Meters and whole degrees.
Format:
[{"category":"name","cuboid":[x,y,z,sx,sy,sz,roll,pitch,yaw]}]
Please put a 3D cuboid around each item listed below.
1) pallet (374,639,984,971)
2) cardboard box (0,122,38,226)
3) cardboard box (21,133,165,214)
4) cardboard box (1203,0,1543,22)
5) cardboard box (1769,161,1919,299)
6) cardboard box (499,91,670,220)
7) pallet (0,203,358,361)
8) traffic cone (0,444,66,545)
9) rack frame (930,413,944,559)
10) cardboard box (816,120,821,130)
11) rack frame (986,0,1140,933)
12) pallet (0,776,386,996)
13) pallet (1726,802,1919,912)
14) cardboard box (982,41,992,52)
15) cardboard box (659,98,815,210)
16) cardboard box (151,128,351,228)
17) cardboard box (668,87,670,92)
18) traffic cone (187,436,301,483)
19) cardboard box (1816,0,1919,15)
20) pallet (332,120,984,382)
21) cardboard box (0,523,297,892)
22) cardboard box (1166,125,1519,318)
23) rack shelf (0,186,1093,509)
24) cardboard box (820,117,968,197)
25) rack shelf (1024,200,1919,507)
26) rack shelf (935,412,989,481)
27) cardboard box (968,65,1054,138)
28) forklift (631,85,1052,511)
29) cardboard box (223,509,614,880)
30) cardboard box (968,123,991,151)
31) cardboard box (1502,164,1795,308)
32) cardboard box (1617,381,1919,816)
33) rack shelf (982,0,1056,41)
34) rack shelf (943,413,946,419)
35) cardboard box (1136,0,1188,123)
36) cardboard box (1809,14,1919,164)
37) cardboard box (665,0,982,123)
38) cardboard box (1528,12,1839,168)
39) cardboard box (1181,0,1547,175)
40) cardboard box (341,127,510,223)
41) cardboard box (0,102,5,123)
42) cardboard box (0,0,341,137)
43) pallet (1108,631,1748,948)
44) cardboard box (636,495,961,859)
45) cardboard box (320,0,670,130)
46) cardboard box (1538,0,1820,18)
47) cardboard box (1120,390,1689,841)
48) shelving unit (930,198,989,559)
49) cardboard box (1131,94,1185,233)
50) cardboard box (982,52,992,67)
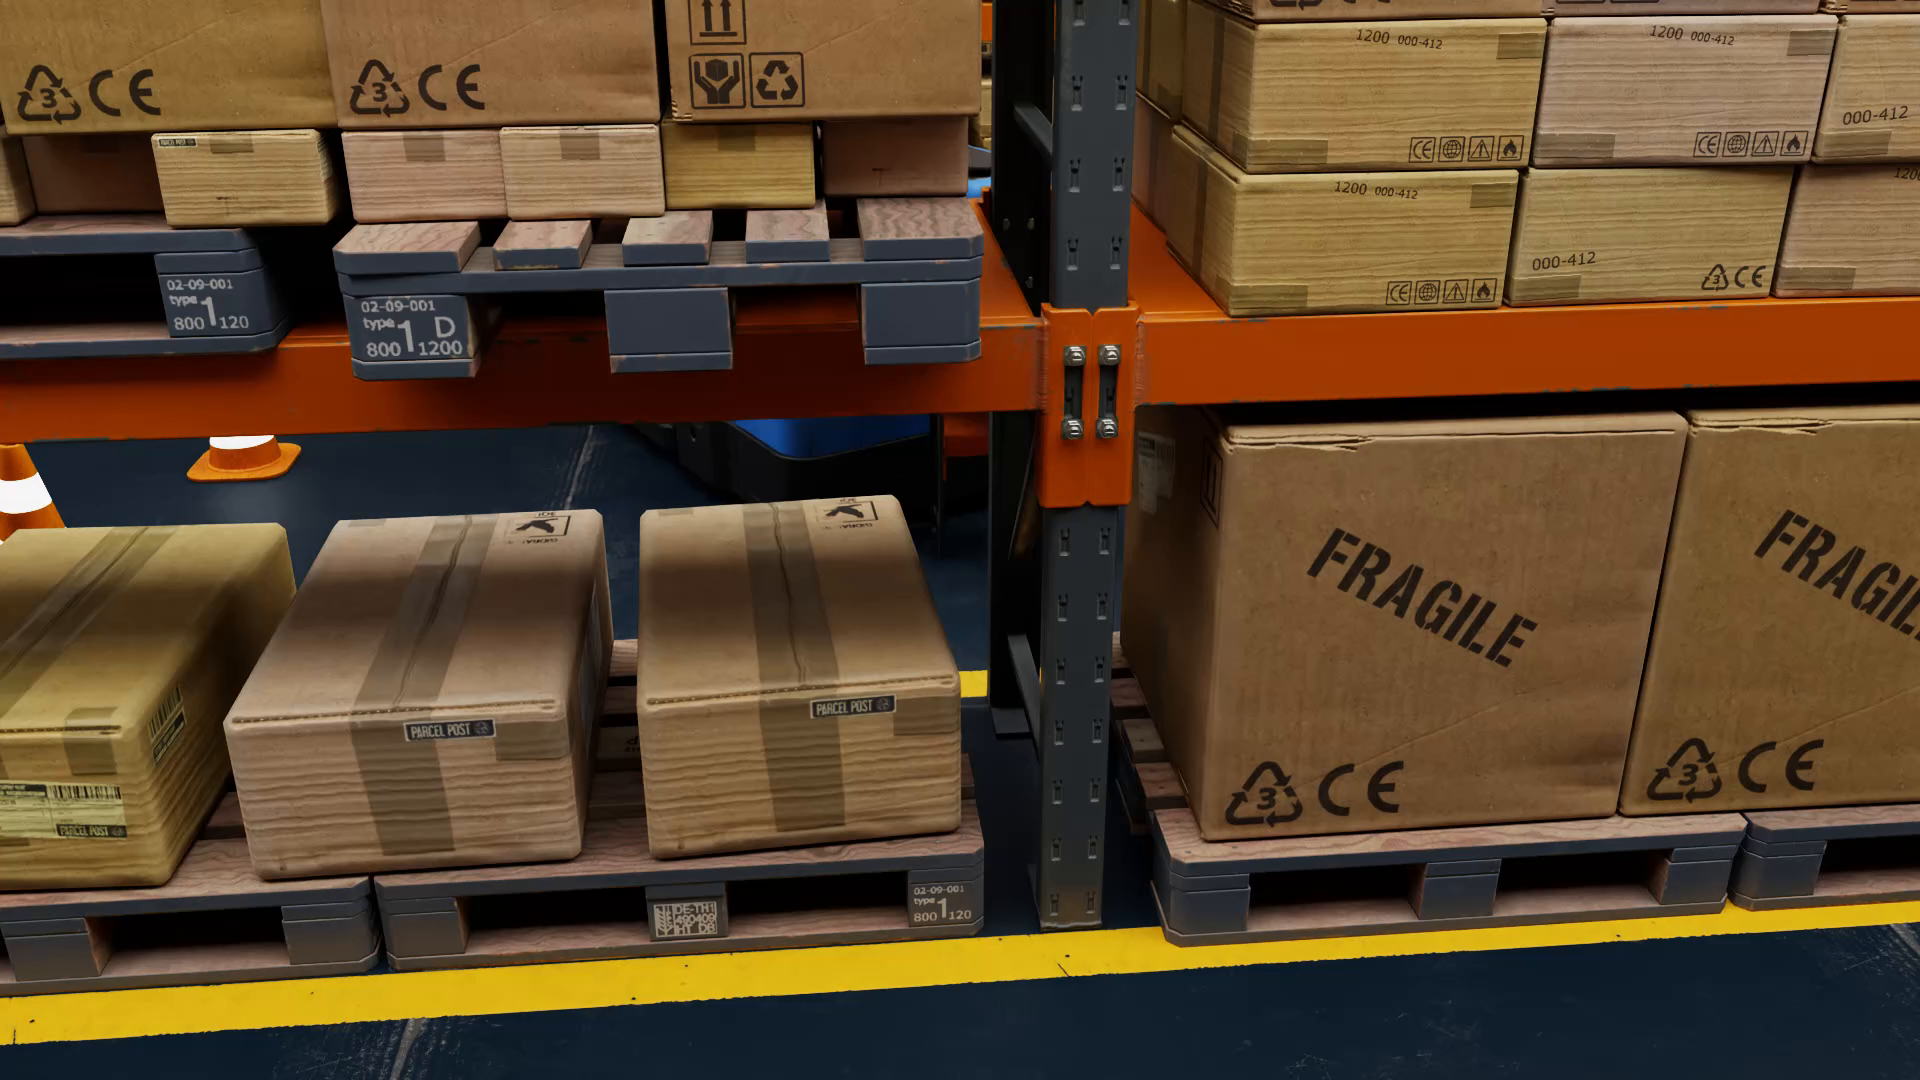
[{"category":"pallet","cuboid":[-0.597,0.539,3.777,1.213,0.211,1.003,-2,24,-5]},{"category":"cardboard box","cuboid":[-1.656,-0.641,2.790,0.250,0.149,0.380,-3,24,-7]},{"category":"cardboard box","cuboid":[-1.414,-0.684,2.888,0.250,0.149,0.380,-2,24,-5]},{"category":"cardboard box","cuboid":[0.696,-1.189,2.878,0.500,0.500,0.500,-3,24,-7]},{"category":"cardboard box","cuboid":[1.725,-0.661,3.229,0.500,0.250,0.500,-2,24,-3]},{"category":"cardboard box","cuboid":[-0.628,-0.666,2.848,0.250,0.149,0.380,-2,24,-6]},{"category":"pallet","cuboid":[-1.785,-0.582,3.103,1.213,0.211,1.003,-2,24,-5]},{"category":"traffic cone","cuboid":[-2.703,-0.062,4.820,0.334,0.463,0.336,-2,24,-5]},{"category":"rack frame","cuboid":[-0.071,-0.539,4.984,0.015,1.200,0.240,-3,24,-7]},{"category":"cardboard box","cuboid":[-0.161,-0.905,3.385,0.250,0.149,0.380,-4,24,-8]},{"category":"rack frame","cuboid":[0.181,-0.766,3.279,0.127,3.000,1.000,-2,24,-5]},{"category":"pallet","cuboid":[-1.808,0.587,3.670,1.213,0.211,1.003,-2,24,-5]},{"category":"pallet","cuboid":[2.184,0.460,3.955,1.213,0.211,1.003,-2,24,-5]},{"category":"cardboard box","cuboid":[-0.104,-4.011,12.681,0.875,0.875,1.225,-3,24,-8]},{"category":"cardboard box","cuboid":[-0.382,-0.695,2.912,0.250,0.149,0.380,-2,24,-4]},{"category":"cardboard box","cuboid":[-1.152,-0.643,2.796,0.250,0.149,0.380,-2,24,-4]},{"category":"cardboard box","cuboid":[-0.722,-0.915,3.407,0.250,0.149,0.380,-4,24,-9]},{"category":"traffic cone","cuboid":[-2.513,-0.478,5.755,0.334,0.463,0.336,-2,24,-5]},{"category":"cardboard box","cuboid":[1.705,-1.227,2.964,0.500,0.500,0.500,-2,24,-4]},{"category":"pallet","cuboid":[-0.518,-0.606,3.157,1.003,0.211,1.213,-2,24,-5]},{"category":"cardboard box","cuboid":[-1.871,0.323,3.550,0.625,0.372,0.950,-2,24,-3]},{"category":"cardboard box","cuboid":[0.693,-0.615,3.125,0.500,0.250,0.500,-3,24,-6]},{"category":"rack shelf","cuboid":[-1.809,-0.357,3.246,4.000,0.370,1.077,-2,24,-5]},{"category":"cardboard box","cuboid":[-0.122,-0.734,3.002,0.250,0.149,0.380,-1,24,-3]},{"category":"rack shelf","cuboid":[2.171,-0.517,3.605,4.000,0.370,1.077,-2,24,-5]},{"category":"rack shelf","cuboid":[0.171,-0.309,5.122,0.480,0.148,0.258,-3,24,-7]},{"category":"cardboard box","cuboid":[0.304,-2.084,7.884,0.500,0.250,0.500,-3,24,-8]},{"category":"forklift","cuboid":[-0.882,-1.915,5.949,1.130,2.935,3.031,-15,28,-30]},{"category":"cardboard box","cuboid":[-1.116,0.295,3.612,0.625,0.372,0.950,-3,24,-6]},{"category":"cardboard box","cuboid":[0.323,-1.737,8.026,0.500,0.500,0.500,-3,24,-7]},{"category":"cardboard box","cuboid":[1.202,-0.643,3.187,0.500,0.250,0.500,-3,24,-7]},{"category":"cardboard box","cuboid":[1.765,-0.014,3.688,0.875,0.875,0.875,-2,24,-5]},{"category":"rack shelf","cuboid":[1.584,-2.513,8.097,4.000,0.370,1.077,-2,24,-5]},{"category":"rack shelf","cuboid":[0.171,-0.490,5.041,0.480,0.148,0.258,-3,24,-7]},{"category":"cardboard box","cuboid":[0.638,-1.048,3.483,0.500,0.250,0.500,-2,24,-5]},{"category":"cardboard box","cuboid":[1.721,-0.881,3.108,0.500,0.250,0.500,-2,24,-5]},{"category":"cardboard box","cuboid":[-0.244,-1.009,2.820,0.500,0.500,0.500,-3,24,-7]},{"category":"cardboard box","cuboid":[1.224,-0.866,3.075,0.500,0.250,0.500,-2,24,-4]},{"category":"cardboard box","cuboid":[0.710,-0.846,3.029,0.500,0.250,0.500,-2,24,-6]},{"category":"cardboard box","cuboid":[-0.879,-0.660,2.833,0.250,0.149,0.380,-3,24,-8]},{"category":"cardboard box","cuboid":[-1.803,-0.941,2.669,0.500,0.500,0.500,-3,24,-7]},{"category":"cardboard box","cuboid":[-1.259,-0.963,2.717,0.500,0.500,0.500,-4,24,-9]},{"category":"pallet","cuboid":[0.973,0.508,3.848,1.213,0.211,1.003,-2,24,-5]},{"category":"cardboard box","cuboid":[-0.382,0.262,3.686,0.625,0.372,0.950,-4,24,-9]},{"category":"cardboard box","cuboid":[-0.757,-0.983,2.763,0.500,0.500,0.500,-3,24,-6]},{"category":"cardboard box","cuboid":[1.189,-1.213,2.931,0.500,0.500,0.500,-2,24,-5]},{"category":"cardboard box","cuboid":[0.877,0.019,3.612,0.875,0.875,0.875,-3,24,-6]},{"category":"shelving unit","cuboid":[0.171,-0.552,5.014,0.503,1.200,0.258,-3,24,-7]},{"category":"cardboard box","cuboid":[0.659,-0.822,3.591,0.500,0.250,0.500,-3,24,-7]},{"category":"cardboard box","cuboid":[0.249,-2.288,8.342,0.500,0.250,0.500,-3,24,-6]}]
